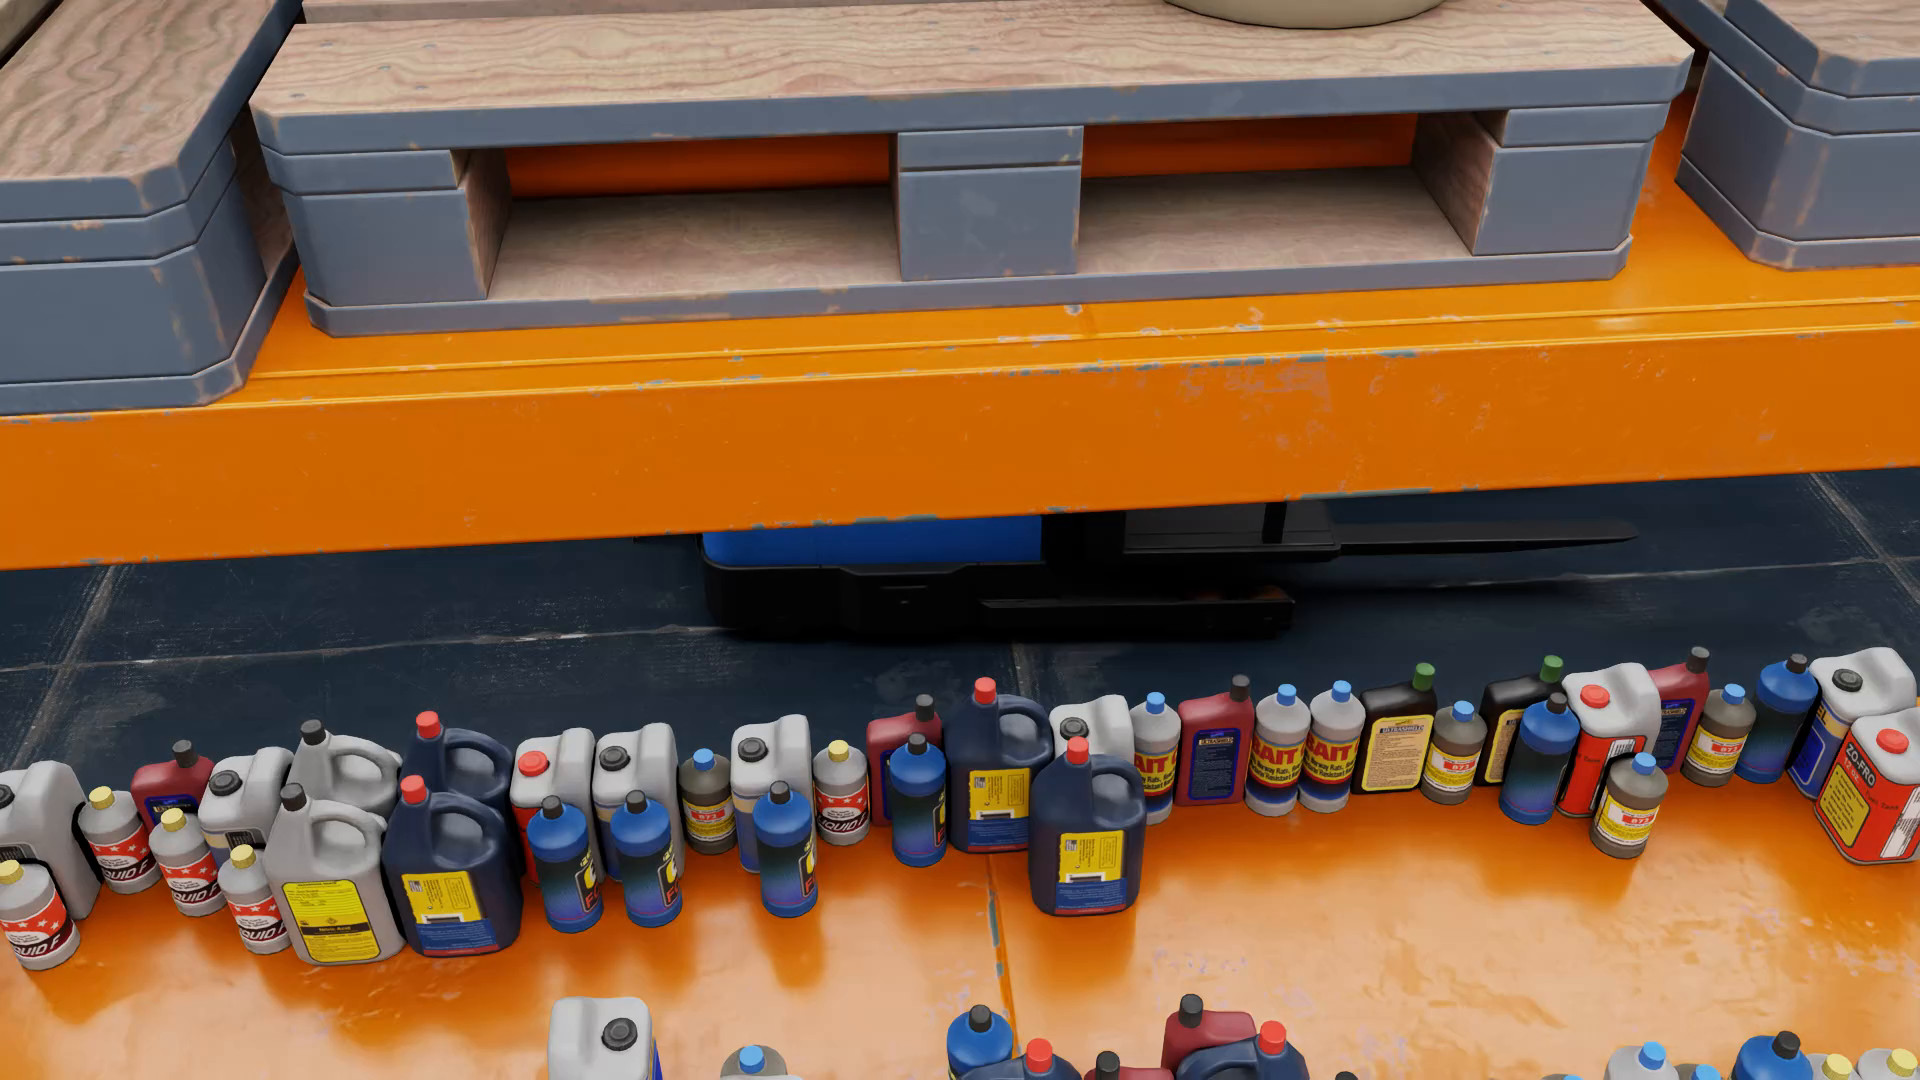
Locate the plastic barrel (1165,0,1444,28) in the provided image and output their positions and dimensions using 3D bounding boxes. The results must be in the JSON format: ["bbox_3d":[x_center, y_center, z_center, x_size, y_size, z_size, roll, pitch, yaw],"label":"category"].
[{"bbox_3d":[0.313,-0.754,1.414,0.433,0.535,0.433,0,38,0],"label":"plastic barrel"}]

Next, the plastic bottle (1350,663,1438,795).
[{"bbox_3d":[0.778,0.339,2.993,0.133,0.283,0.061,-3,38,-4],"label":"plastic bottle"}]

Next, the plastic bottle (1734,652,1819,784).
[{"bbox_3d":[1.488,0.316,3.032,0.097,0.271,0.097,0,38,0],"label":"plastic bottle"}]

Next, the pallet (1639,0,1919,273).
[{"bbox_3d":[1.295,-0.670,1.909,1.213,0.211,1.003,-3,38,-4],"label":"pallet"}]

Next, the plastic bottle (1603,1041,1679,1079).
[{"bbox_3d":[0.966,0.817,2.397,0.097,0.271,0.097,0,38,0],"label":"plastic bottle"}]

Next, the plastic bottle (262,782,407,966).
[{"bbox_3d":[-1.019,0.527,2.700,0.185,0.351,0.144,-3,38,-4],"label":"plastic bottle"}]

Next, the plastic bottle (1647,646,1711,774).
[{"bbox_3d":[1.275,0.312,3.028,0.133,0.283,0.061,-3,38,-4],"label":"plastic bottle"}]

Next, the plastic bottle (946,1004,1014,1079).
[{"bbox_3d":[0.029,0.779,2.446,0.097,0.271,0.097,0,38,0],"label":"plastic bottle"}]

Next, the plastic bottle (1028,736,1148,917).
[{"bbox_3d":[0.213,0.464,2.780,0.185,0.351,0.144,-3,38,-4],"label":"plastic bottle"}]

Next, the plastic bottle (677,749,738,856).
[{"bbox_3d":[-0.441,0.450,2.919,0.097,0.201,0.097,0,38,0],"label":"plastic bottle"}]

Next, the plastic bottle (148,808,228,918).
[{"bbox_3d":[-1.303,0.535,2.811,0.097,0.201,0.097,0,38,0],"label":"plastic bottle"}]

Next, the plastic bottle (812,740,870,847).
[{"bbox_3d":[-0.210,0.437,2.935,0.097,0.201,0.097,0,38,0],"label":"plastic bottle"}]

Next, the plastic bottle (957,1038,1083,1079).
[{"bbox_3d":[0.083,0.819,2.330,0.185,0.351,0.144,-3,38,-4],"label":"plastic bottle"}]

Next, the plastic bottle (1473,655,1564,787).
[{"bbox_3d":[1.008,0.326,3.009,0.133,0.283,0.061,-3,38,-4],"label":"plastic bottle"}]

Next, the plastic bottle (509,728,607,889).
[{"bbox_3d":[-0.688,0.451,2.857,0.135,0.276,0.152,-3,38,-4],"label":"plastic bottle"}]

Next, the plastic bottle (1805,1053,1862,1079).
[{"bbox_3d":[1.257,0.828,2.439,0.097,0.201,0.097,0,38,0],"label":"plastic bottle"}]

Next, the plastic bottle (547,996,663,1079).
[{"bbox_3d":[-0.515,0.785,2.434,0.135,0.276,0.152,-3,38,-4],"label":"plastic bottle"}]

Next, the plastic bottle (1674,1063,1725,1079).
[{"bbox_3d":[1.063,0.839,2.426,0.097,0.201,0.097,0,38,0],"label":"plastic bottle"}]

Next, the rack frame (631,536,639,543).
[{"bbox_3d":[-1.127,-0.464,5.491,0.008,1.050,0.200,8,39,14],"label":"rack frame"}]

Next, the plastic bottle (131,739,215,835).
[{"bbox_3d":[-1.328,0.455,2.846,0.133,0.283,0.061,-3,38,-4],"label":"plastic bottle"}]

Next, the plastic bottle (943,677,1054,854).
[{"bbox_3d":[0.065,0.378,2.890,0.185,0.351,0.144,-3,38,-4],"label":"plastic bottle"}]

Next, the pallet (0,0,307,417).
[{"bbox_3d":[-1.146,-0.536,1.738,1.003,0.211,1.213,-3,38,-4],"label":"pallet"}]

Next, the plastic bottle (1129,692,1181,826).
[{"bbox_3d":[0.338,0.379,2.952,0.097,0.271,0.097,0,38,0],"label":"plastic bottle"}]

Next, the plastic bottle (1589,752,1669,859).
[{"bbox_3d":[1.175,0.455,2.912,0.097,0.201,0.097,0,38,0],"label":"plastic bottle"}]

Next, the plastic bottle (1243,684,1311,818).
[{"bbox_3d":[0.568,0.367,2.968,0.097,0.271,0.097,0,38,0],"label":"plastic bottle"}]

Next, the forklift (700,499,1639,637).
[{"bbox_3d":[0.688,-1.167,4.863,3.031,2.935,1.130,-1,38,-1],"label":"forklift"}]

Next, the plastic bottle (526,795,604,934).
[{"bbox_3d":[-0.659,0.529,2.762,0.097,0.271,0.097,0,38,0],"label":"plastic bottle"}]

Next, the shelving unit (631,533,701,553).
[{"bbox_3d":[-1.010,-0.448,5.461,0.252,1.050,0.215,8,39,14],"label":"shelving unit"}]

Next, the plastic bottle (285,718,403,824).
[{"bbox_3d":[-1.032,0.438,2.813,0.185,0.351,0.144,-3,38,-4],"label":"plastic bottle"}]

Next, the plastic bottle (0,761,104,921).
[{"bbox_3d":[-1.554,0.499,2.797,0.135,0.276,0.152,-3,38,-4],"label":"plastic bottle"}]

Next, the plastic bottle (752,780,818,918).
[{"bbox_3d":[-0.294,0.509,2.788,0.097,0.271,0.097,0,38,0],"label":"plastic bottle"}]

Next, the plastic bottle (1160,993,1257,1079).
[{"bbox_3d":[0.365,0.767,2.451,0.133,0.283,0.061,-3,38,-4],"label":"plastic bottle"}]
